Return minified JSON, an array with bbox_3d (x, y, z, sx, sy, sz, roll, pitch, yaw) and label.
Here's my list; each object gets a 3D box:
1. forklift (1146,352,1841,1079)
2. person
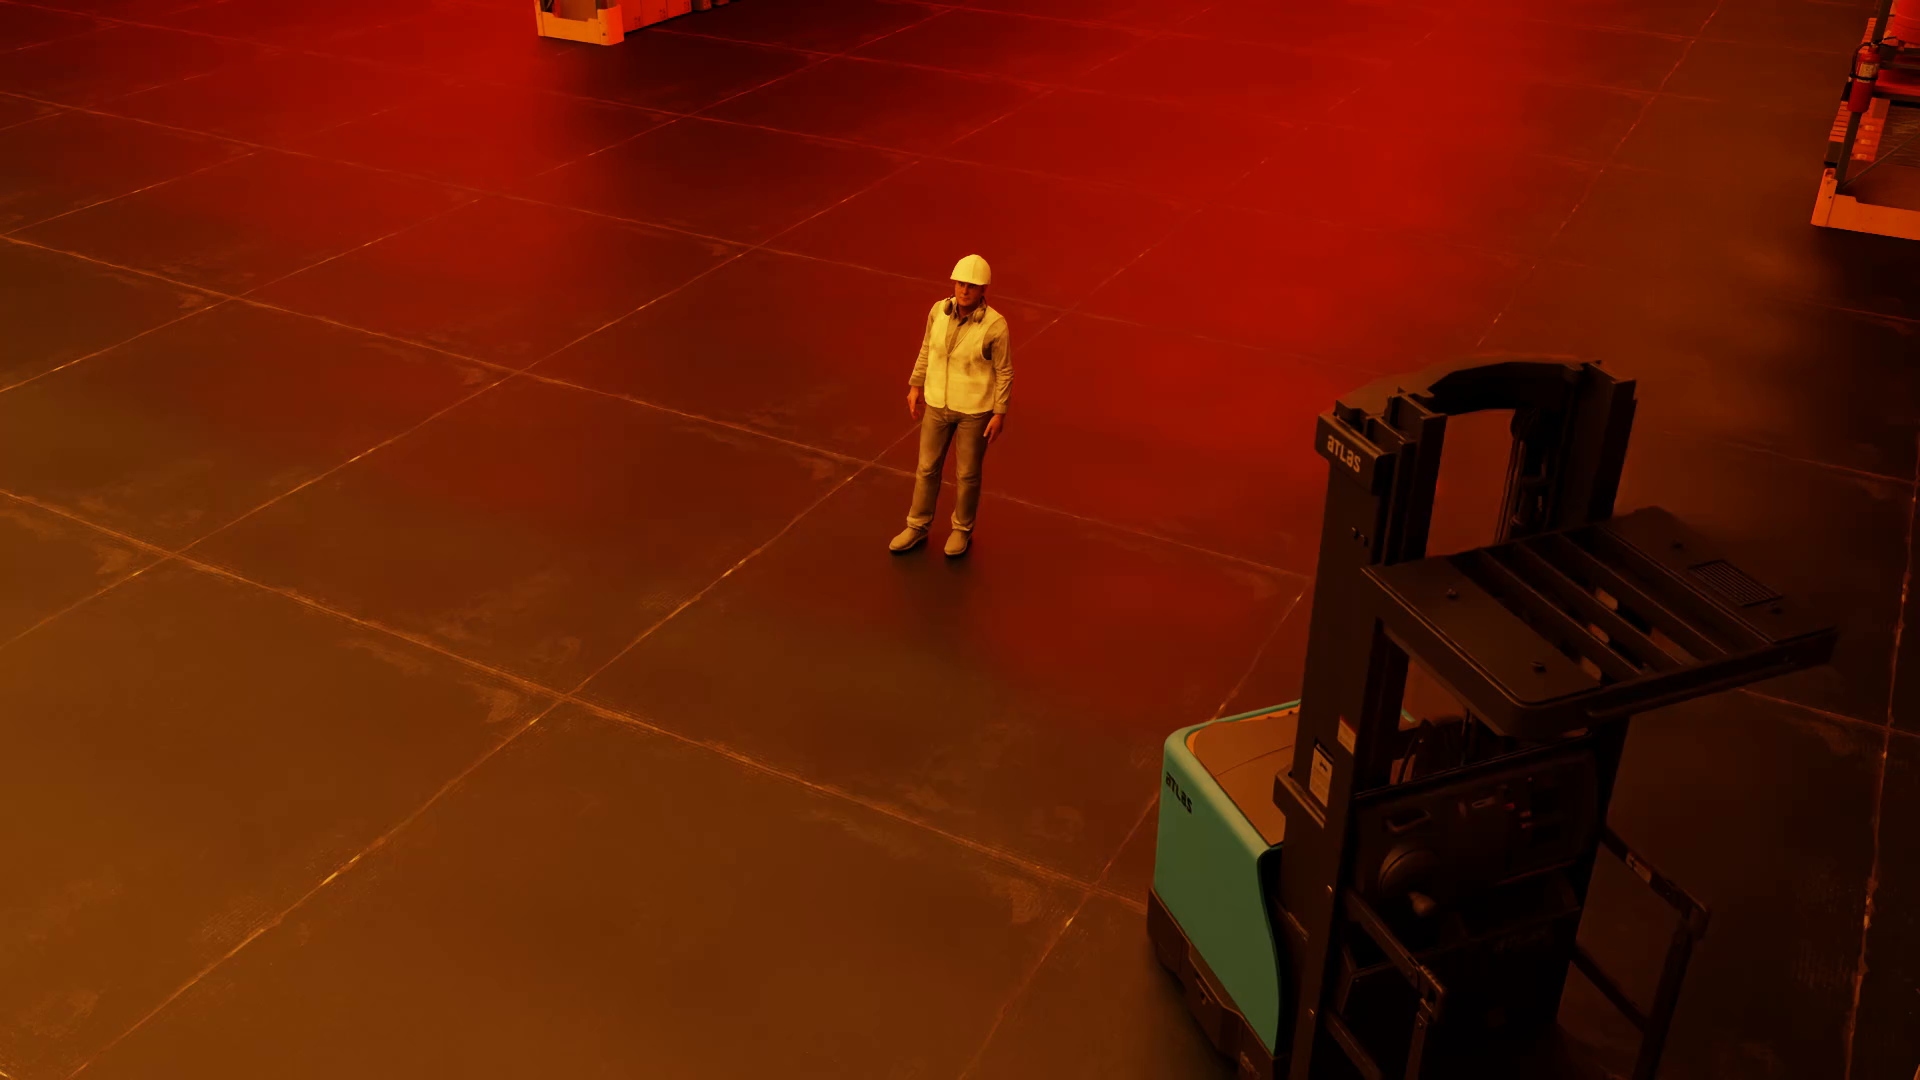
[{"bbox_3d":[1.790,1.014,5.313,1.130,2.935,3.031,-11,32,-18],"label":"forklift"},{"bbox_3d":[-0.037,-0.749,9.511,0.634,1.775,0.566,15,33,25],"label":"person"}]
